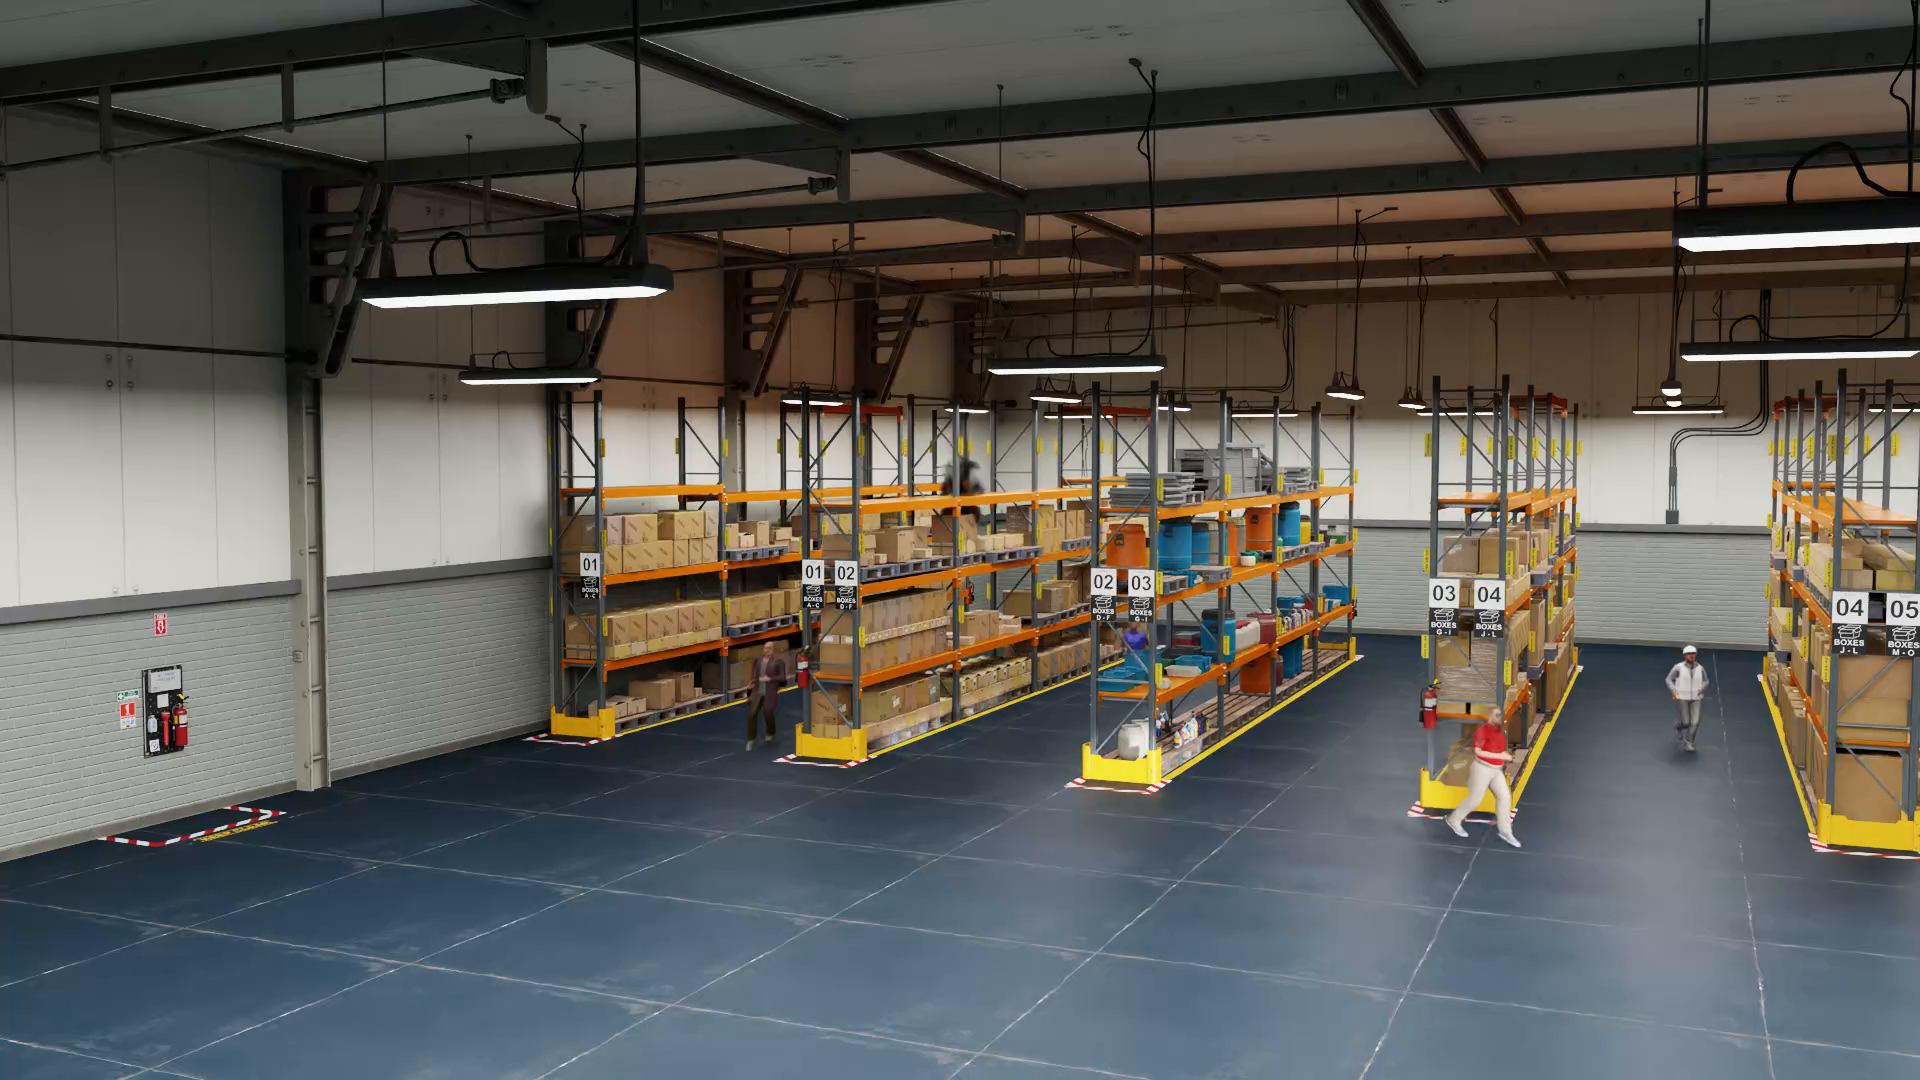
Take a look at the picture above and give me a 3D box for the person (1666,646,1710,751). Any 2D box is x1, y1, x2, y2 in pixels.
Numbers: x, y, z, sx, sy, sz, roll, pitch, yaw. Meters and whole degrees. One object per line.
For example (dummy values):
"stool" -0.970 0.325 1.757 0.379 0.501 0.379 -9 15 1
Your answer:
"person" 12.085 2.615 27.599 0.671 1.728 0.597 0 3 8

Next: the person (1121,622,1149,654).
"person" 3.430 2.374 32.768 0.554 1.622 0.611 1 3 13

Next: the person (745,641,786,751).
"person" -3.217 2.647 27.880 0.707 1.734 0.915 1 3 15

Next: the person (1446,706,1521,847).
"person" 6.684 2.972 21.152 0.643 1.753 0.943 -3 4 -40
